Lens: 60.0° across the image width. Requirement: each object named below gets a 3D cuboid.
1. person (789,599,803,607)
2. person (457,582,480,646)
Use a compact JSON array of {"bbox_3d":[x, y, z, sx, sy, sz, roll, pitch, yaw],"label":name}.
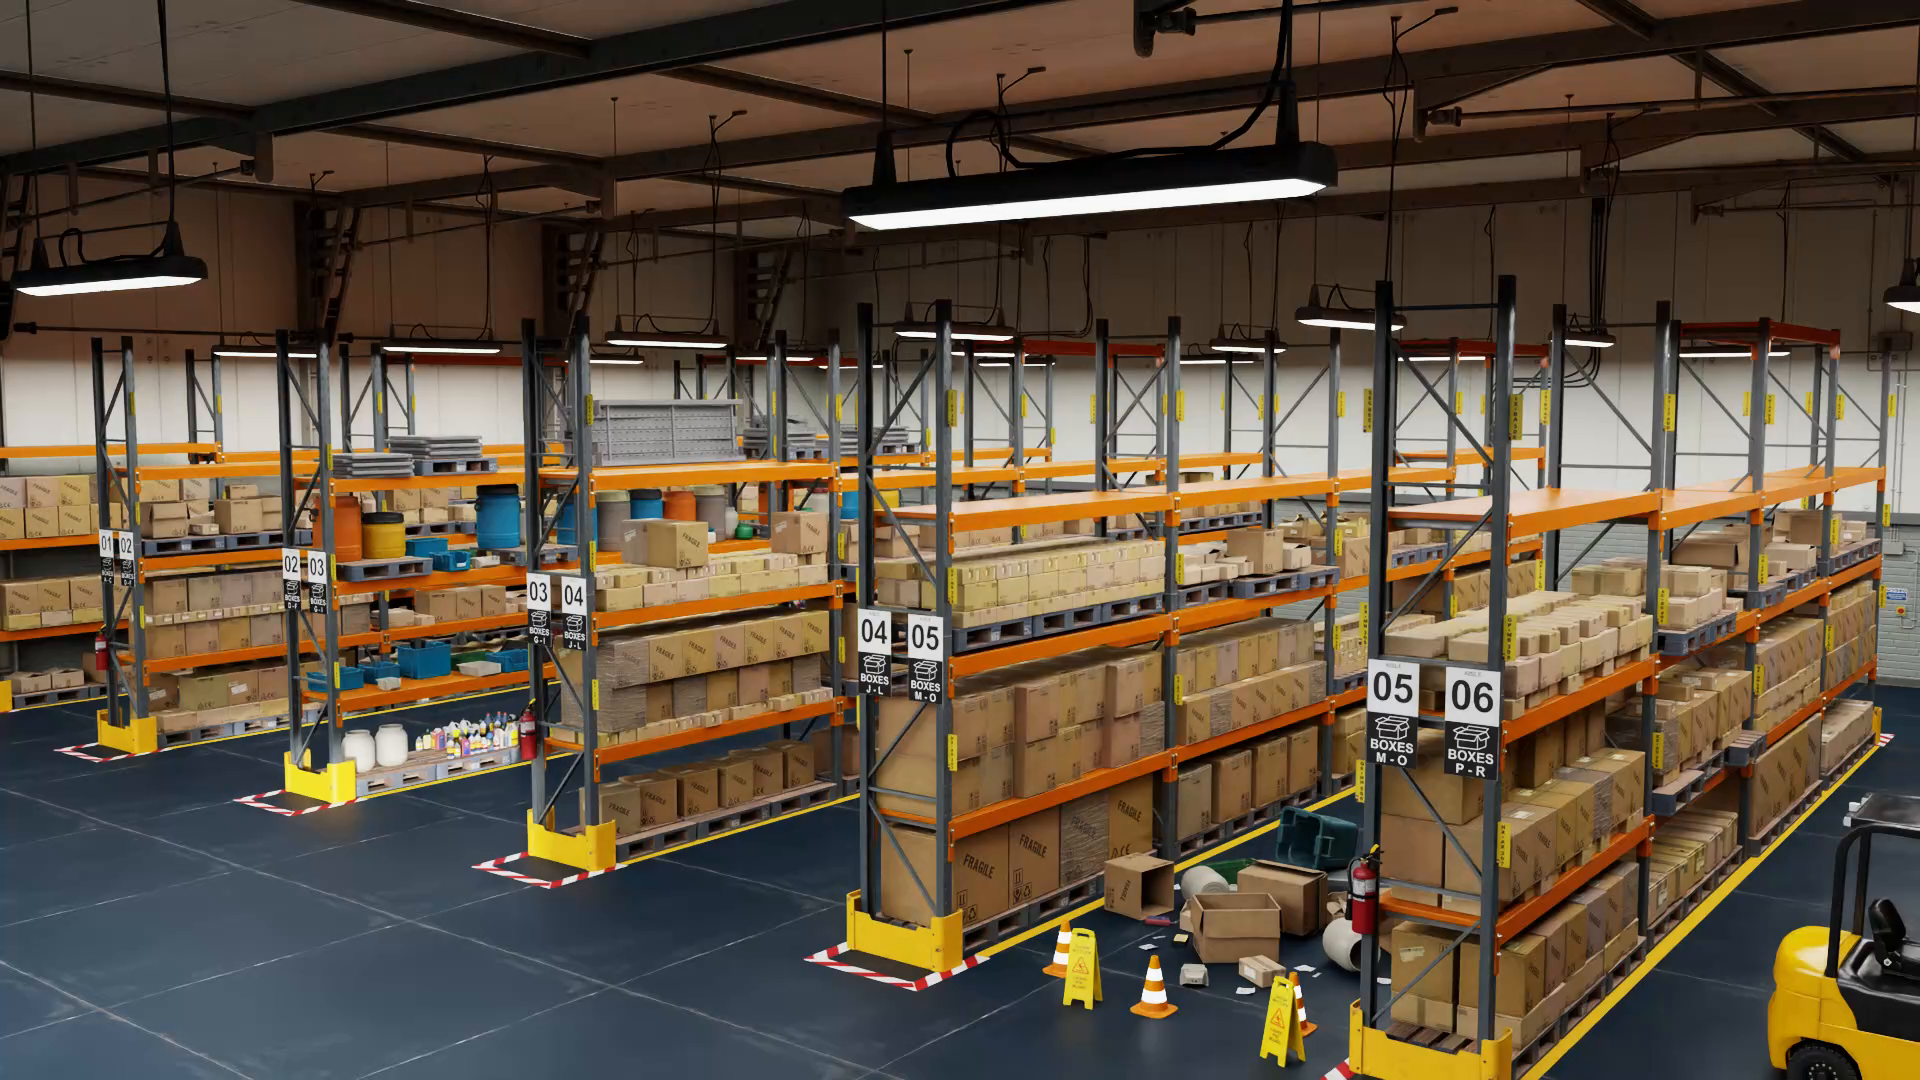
[{"bbox_3d":[-3.317,1.431,32.990,0.581,1.724,0.979,3,6,34],"label":"person"},{"bbox_3d":[-9.680,1.500,32.779,0.583,1.659,0.549,3,6,31],"label":"person"}]
